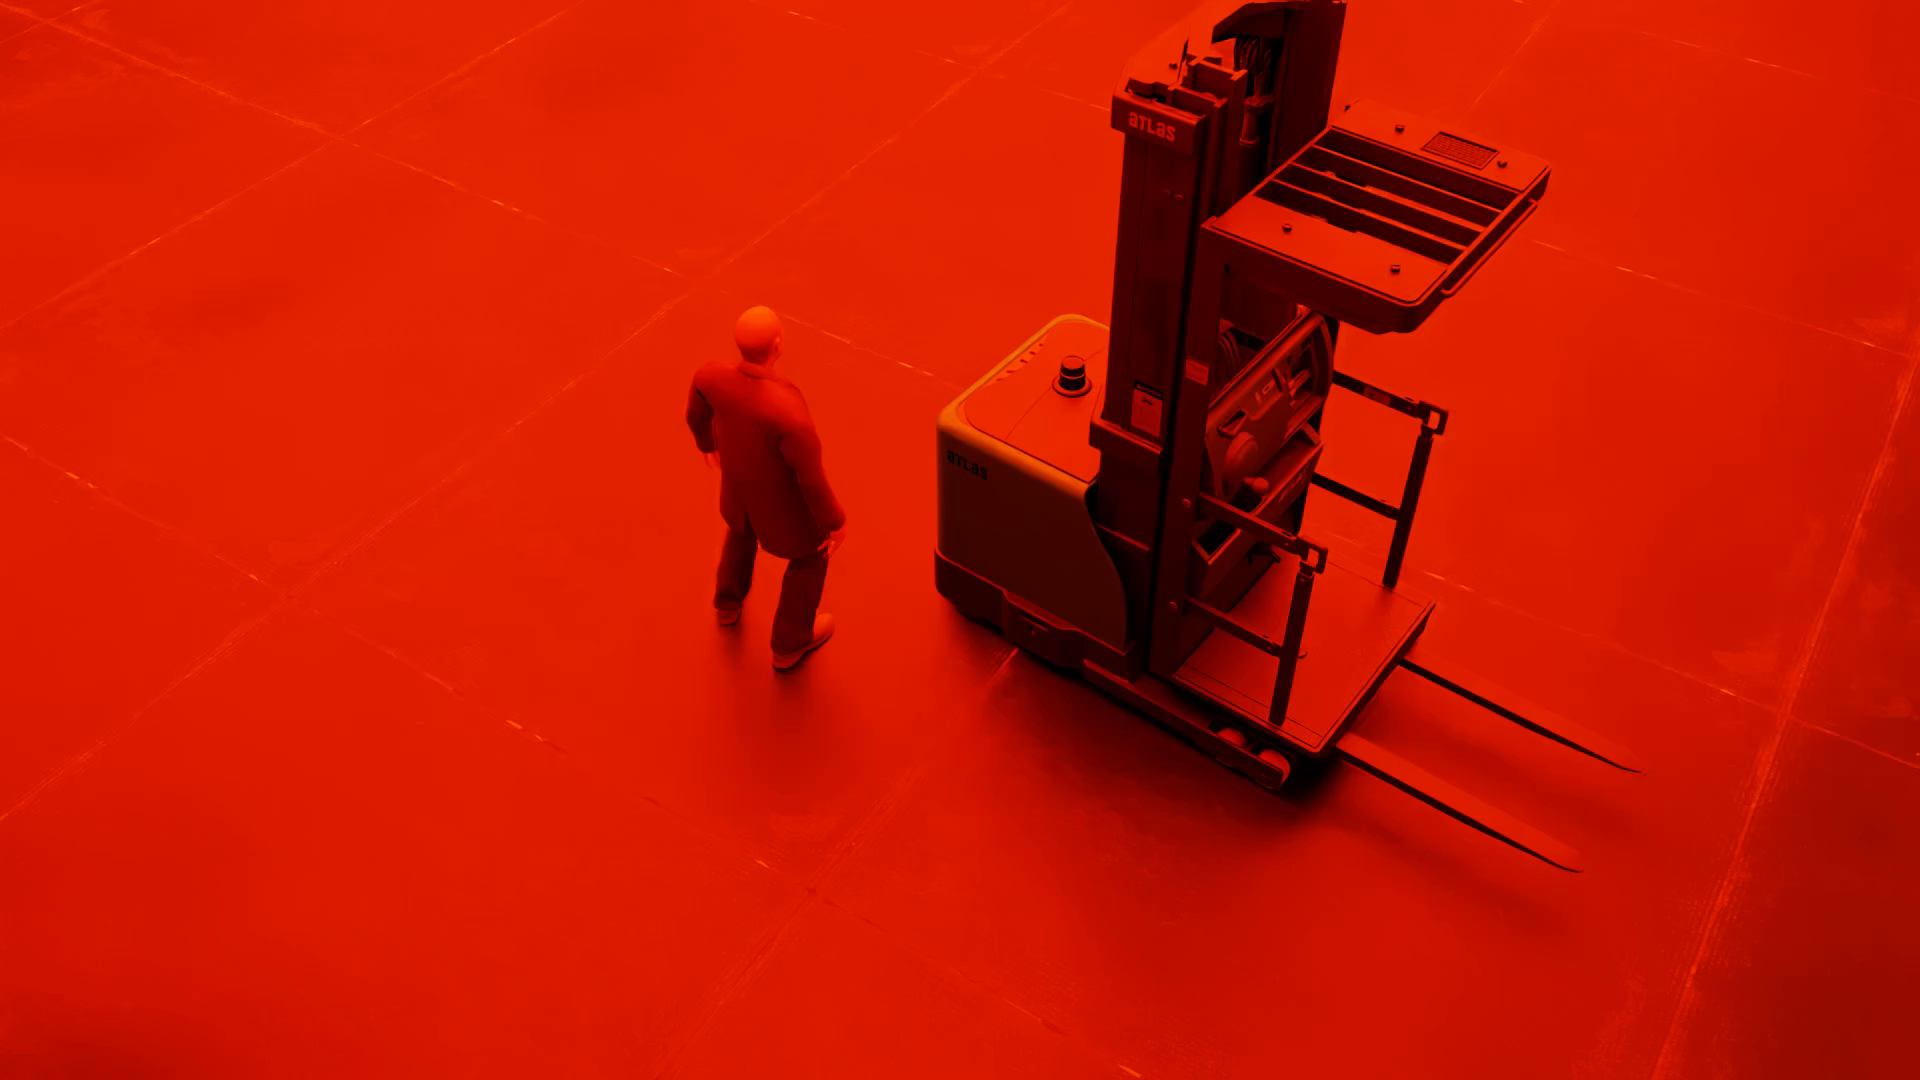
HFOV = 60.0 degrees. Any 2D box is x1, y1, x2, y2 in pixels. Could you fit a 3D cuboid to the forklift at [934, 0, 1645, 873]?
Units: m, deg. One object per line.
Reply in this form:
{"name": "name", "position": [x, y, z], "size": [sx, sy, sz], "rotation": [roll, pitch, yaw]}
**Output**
{"name": "forklift", "position": [1.361, -0.453, 6.326], "size": [3.031, 2.935, 1.130], "rotation": [28, 50, 26]}

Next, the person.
{"name": "person", "position": [-0.793, -0.225, 6.945], "size": [0.825, 1.751, 0.419], "rotation": [26, 49, 24]}
